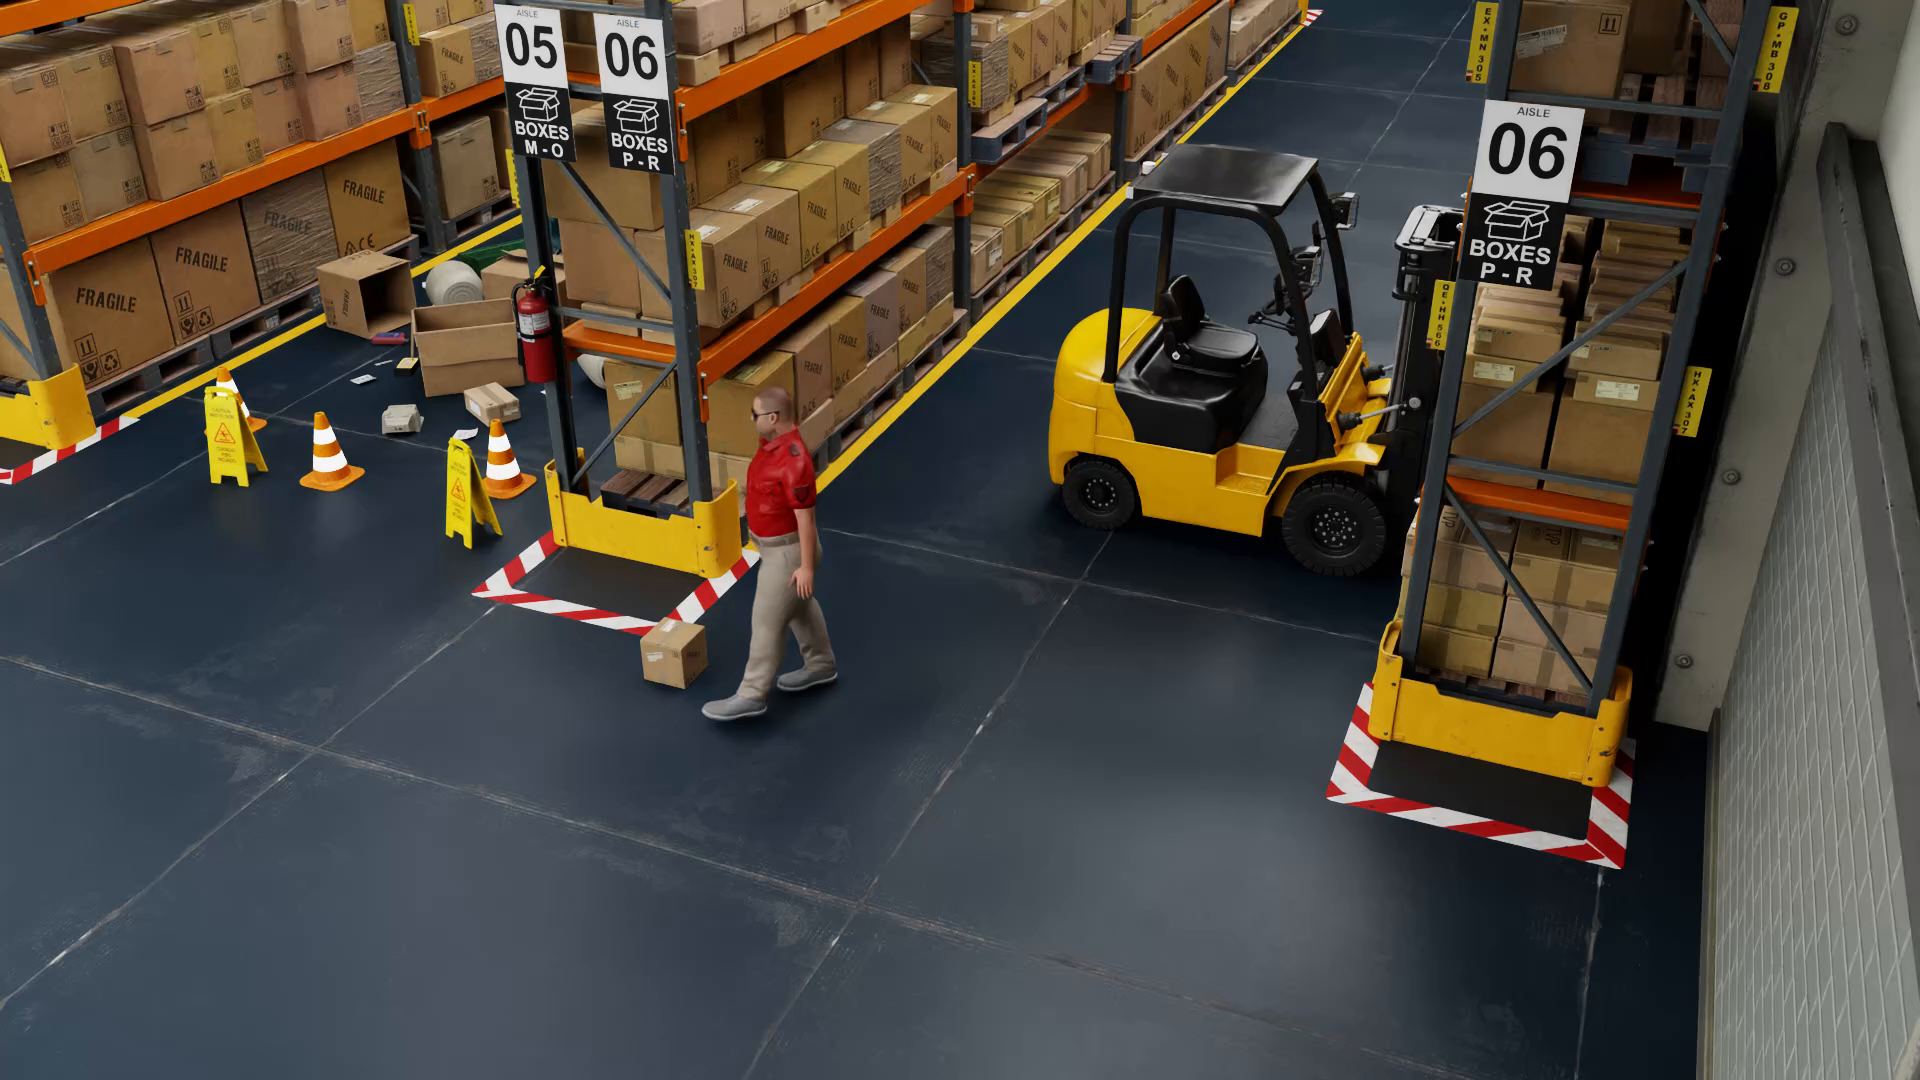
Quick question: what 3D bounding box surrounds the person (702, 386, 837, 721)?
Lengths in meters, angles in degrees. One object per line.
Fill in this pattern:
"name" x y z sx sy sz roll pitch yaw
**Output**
"person" -1.001 0.052 8.302 0.732 1.708 0.575 -7 30 -12
